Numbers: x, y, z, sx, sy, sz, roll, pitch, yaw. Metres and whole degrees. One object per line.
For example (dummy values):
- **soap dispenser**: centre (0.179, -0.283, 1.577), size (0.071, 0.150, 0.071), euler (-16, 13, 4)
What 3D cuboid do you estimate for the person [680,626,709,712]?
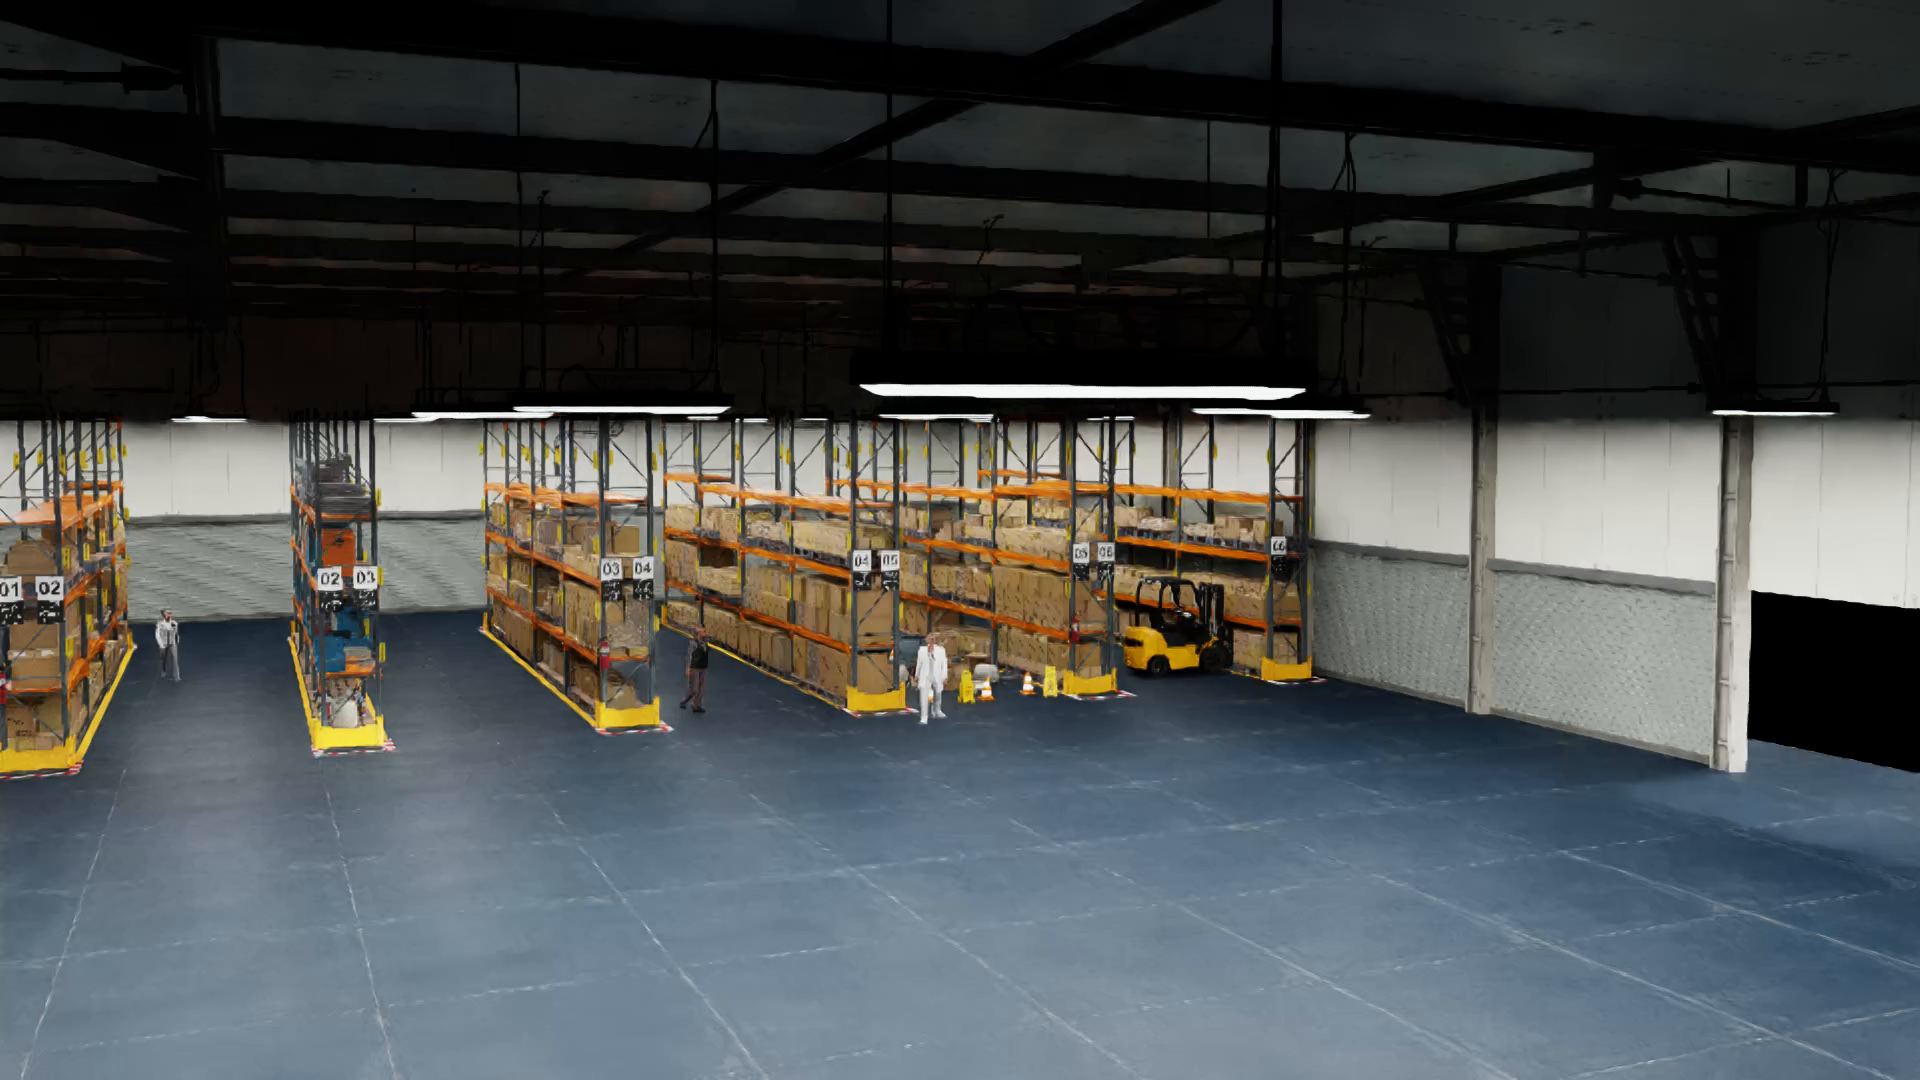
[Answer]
- **person**: centre (-5.275, 2.558, 33.021), size (0.532, 1.712, 0.589), euler (2, 5, 31)

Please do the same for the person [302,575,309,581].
- **person**: centre (-17.679, 1.651, 45.243), size (0.510, 1.780, 0.698), euler (0, 4, 7)

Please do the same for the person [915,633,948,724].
- **person**: centre (-0.546, 2.634, 31.871), size (0.633, 1.728, 1.044), euler (0, 4, -2)

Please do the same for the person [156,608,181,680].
- **person**: centre (-17.643, 2.302, 37.019), size (0.483, 1.621, 0.994), euler (-2, 5, -31)
